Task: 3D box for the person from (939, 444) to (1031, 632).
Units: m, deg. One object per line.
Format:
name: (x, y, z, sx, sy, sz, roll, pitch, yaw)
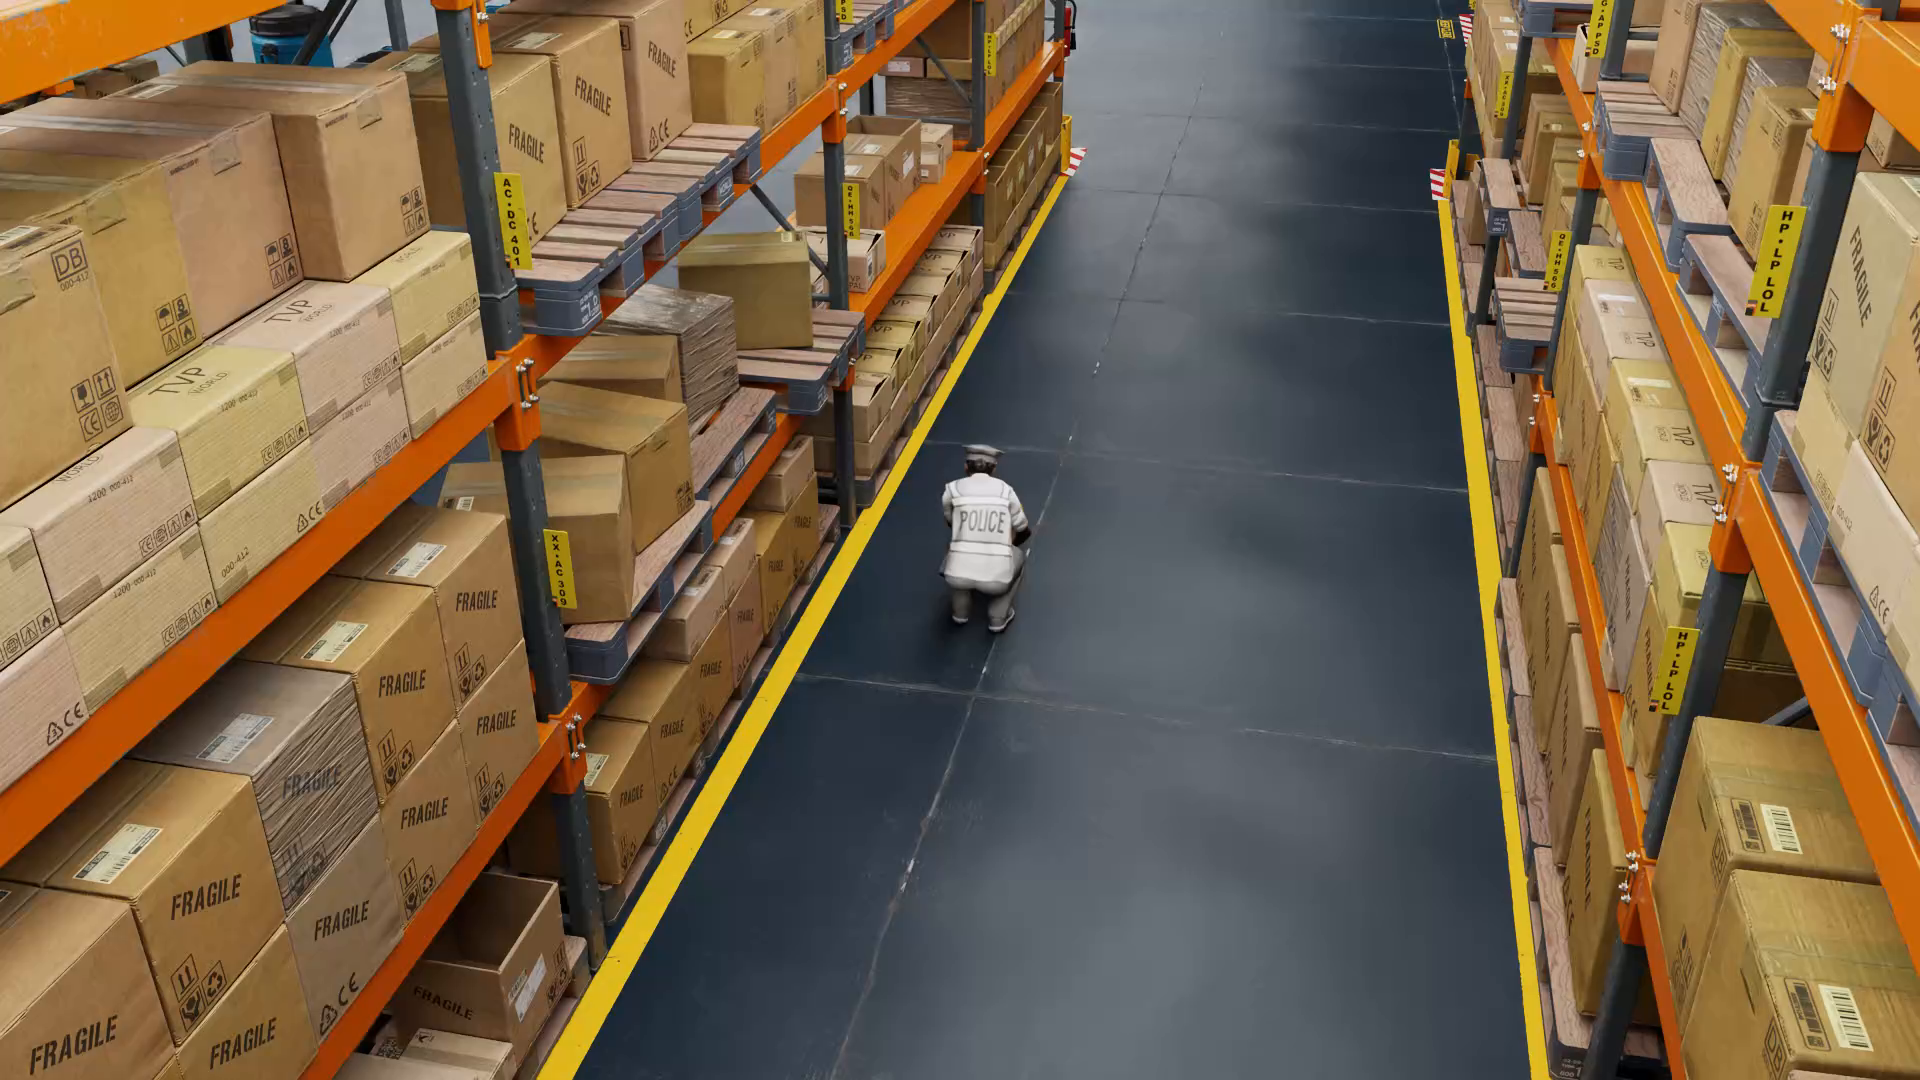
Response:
person: (0.136, -0.026, 9.405, 0.499, 0.957, 0.833, 5, 29, 9)
